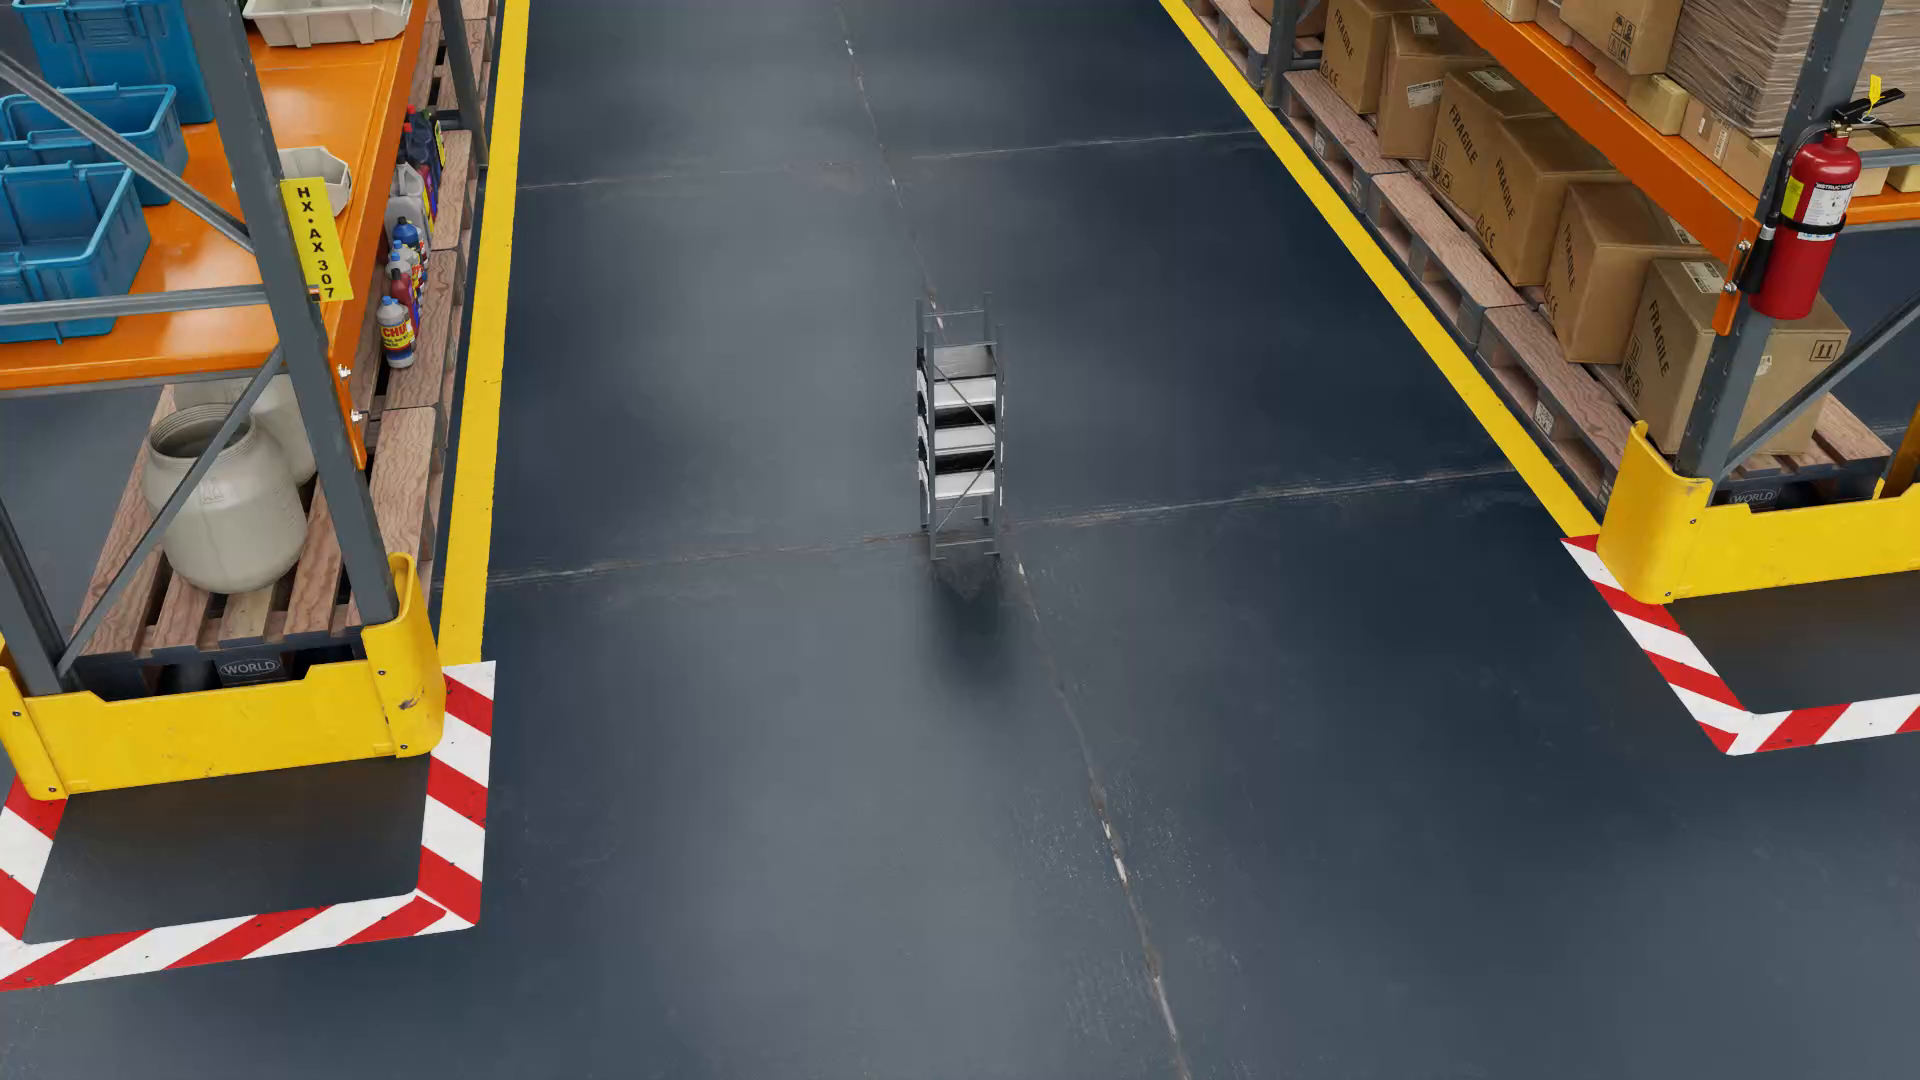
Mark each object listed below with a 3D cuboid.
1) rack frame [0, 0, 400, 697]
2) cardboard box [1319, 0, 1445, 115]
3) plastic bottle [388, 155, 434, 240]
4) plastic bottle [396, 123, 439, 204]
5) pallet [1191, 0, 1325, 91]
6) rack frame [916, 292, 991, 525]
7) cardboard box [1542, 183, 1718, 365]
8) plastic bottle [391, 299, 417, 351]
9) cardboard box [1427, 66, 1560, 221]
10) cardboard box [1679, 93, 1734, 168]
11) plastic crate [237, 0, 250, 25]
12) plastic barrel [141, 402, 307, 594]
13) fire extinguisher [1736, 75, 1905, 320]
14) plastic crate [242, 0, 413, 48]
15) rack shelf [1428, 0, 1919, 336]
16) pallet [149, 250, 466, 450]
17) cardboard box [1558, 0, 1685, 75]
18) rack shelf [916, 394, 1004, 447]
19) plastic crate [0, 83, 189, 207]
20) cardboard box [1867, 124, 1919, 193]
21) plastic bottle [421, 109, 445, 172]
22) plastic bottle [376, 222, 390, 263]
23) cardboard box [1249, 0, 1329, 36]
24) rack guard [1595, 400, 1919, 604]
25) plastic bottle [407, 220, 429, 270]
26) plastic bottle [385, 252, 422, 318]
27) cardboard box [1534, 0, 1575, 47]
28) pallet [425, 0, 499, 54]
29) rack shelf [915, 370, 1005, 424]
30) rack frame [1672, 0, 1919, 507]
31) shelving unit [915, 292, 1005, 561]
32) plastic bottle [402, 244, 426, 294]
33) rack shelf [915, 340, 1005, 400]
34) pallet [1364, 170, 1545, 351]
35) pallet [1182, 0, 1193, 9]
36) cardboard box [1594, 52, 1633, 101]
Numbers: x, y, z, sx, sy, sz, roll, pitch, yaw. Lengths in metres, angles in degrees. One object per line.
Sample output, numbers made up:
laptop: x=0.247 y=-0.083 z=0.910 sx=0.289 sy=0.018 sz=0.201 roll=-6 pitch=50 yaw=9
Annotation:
rack frame: x=-2.090 y=-0.554 z=4.018 sx=1.000 sy=3.000 sz=0.127 roll=-6 pitch=38 yaw=-8
cardboard box: x=2.116 y=-2.436 z=8.136 sx=0.500 sy=0.500 sz=0.500 roll=-7 pitch=38 yaw=-9
plastic bottle: x=-2.304 y=-1.429 z=6.945 sx=0.144 sy=0.351 sz=0.185 roll=-6 pitch=38 yaw=-8
plastic bottle: x=-2.361 y=-1.624 z=7.196 sx=0.144 sy=0.351 sz=0.185 roll=-8 pitch=39 yaw=-10
pallet: x=1.947 y=-2.872 z=9.275 sx=1.003 sy=0.211 sz=1.213 roll=-6 pitch=38 yaw=-8
rack frame: x=-0.019 y=-0.422 z=5.559 sx=0.240 sy=0.900 sz=0.006 roll=-6 pitch=38 yaw=-8
cardboard box: x=2.555 y=-1.002 z=6.290 sx=0.500 sy=0.500 sz=0.500 roll=3 pitch=38 yaw=4
plastic bottle: x=-2.119 y=-0.814 z=6.275 sx=0.097 sy=0.201 sz=0.097 roll=0 pitch=38 yaw=0
cardboard box: x=2.410 y=-1.724 z=7.220 sx=0.500 sy=0.500 sz=0.500 roll=-9 pitch=39 yaw=-12
cardboard box: x=2.490 y=-1.289 z=5.169 sx=0.380 sy=0.149 sz=0.250 roll=-6 pitch=38 yaw=-8
plastic crate: x=-2.831 y=-2.036 z=6.099 sx=0.450 sy=0.188 sz=0.662 roll=-6 pitch=38 yaw=-8
plastic barrel: x=-2.281 y=-0.127 z=5.154 sx=0.421 sy=0.512 sz=0.421 roll=0 pitch=38 yaw=0
fire extinguisher: x=2.353 y=-0.938 z=4.575 sx=0.296 sy=0.674 sz=0.183 roll=-6 pitch=38 yaw=-8
plastic crate: x=-2.257 y=-1.913 z=5.982 sx=0.530 sy=0.136 sz=0.437 roll=-6 pitch=38 yaw=-8
rack shelf: x=2.436 y=-2.011 z=6.480 sx=1.077 sy=0.370 sz=4.000 roll=-6 pitch=38 yaw=-8
pallet: x=-2.497 y=-0.721 z=6.505 sx=1.003 sy=0.211 sz=1.213 roll=-6 pitch=38 yaw=-8
cardboard box: x=2.511 y=-1.868 z=5.386 sx=0.875 sy=0.500 sz=0.500 roll=-6 pitch=38 yaw=-8
rack shelf: x=-0.001 y=-0.405 z=5.445 sx=0.258 sy=0.077 sz=0.200 roll=-6 pitch=38 yaw=-8
plastic crate: x=-2.581 y=-1.159 z=4.917 sx=0.499 sy=0.251 sz=0.408 roll=-6 pitch=38 yaw=-8
cardboard box: x=2.971 y=-1.186 z=5.036 sx=0.380 sy=0.149 sz=0.250 roll=-6 pitch=38 yaw=-8
plastic bottle: x=-2.382 y=-1.816 z=7.498 sx=0.061 sy=0.283 sz=0.133 roll=-4 pitch=38 yaw=-6
plastic bottle: x=-2.385 y=-1.292 z=6.824 sx=0.061 sy=0.283 sz=0.133 roll=-6 pitch=38 yaw=-8
cardboard box: x=1.998 y=-3.063 z=8.926 sx=0.700 sy=0.500 sz=0.500 roll=-9 pitch=39 yaw=-11
rack guard: x=2.773 y=-0.146 z=5.530 sx=1.175 sy=0.500 sz=0.348 roll=-6 pitch=38 yaw=-8
plastic bottle: x=-2.232 y=-1.203 z=6.776 sx=0.097 sy=0.201 sz=0.097 roll=0 pitch=38 yaw=0
plastic bottle: x=-2.161 y=-0.986 z=6.440 sx=0.097 sy=0.271 sz=0.097 roll=0 pitch=38 yaw=0
cardboard box: x=2.298 y=-1.891 z=5.944 sx=0.380 sy=0.149 sz=0.250 roll=-6 pitch=38 yaw=-8
pallet: x=-3.184 y=-3.078 z=9.540 sx=1.003 sy=0.211 sz=1.213 roll=-6 pitch=38 yaw=-8
rack shelf: x=-0.001 y=-0.476 z=5.390 sx=0.258 sy=0.077 sz=0.200 roll=-6 pitch=38 yaw=-8
rack frame: x=2.786 y=-1.087 z=4.704 sx=1.000 sy=3.000 sz=0.127 roll=-6 pitch=38 yaw=-8
shelving unit: x=-0.001 y=-0.360 z=5.480 sx=0.258 sy=0.900 sz=0.210 roll=-6 pitch=38 yaw=-8
plastic bottle: x=-2.196 y=-1.079 z=6.616 sx=0.097 sy=0.201 sz=0.097 roll=0 pitch=38 yaw=0
rack shelf: x=-0.001 y=-0.547 z=5.335 sx=0.258 sy=0.077 sz=0.200 roll=-6 pitch=38 yaw=-8
pallet: x=2.455 y=-1.262 z=7.202 sx=1.003 sy=0.211 sz=1.213 roll=-6 pitch=38 yaw=-8
pallet: x=1.730 y=-3.610 z=10.225 sx=1.003 sy=0.211 sz=1.213 roll=-6 pitch=38 yaw=-8
cardboard box: x=2.367 y=-1.587 z=5.552 sx=0.380 sy=0.149 sz=0.250 roll=-6 pitch=38 yaw=-8
